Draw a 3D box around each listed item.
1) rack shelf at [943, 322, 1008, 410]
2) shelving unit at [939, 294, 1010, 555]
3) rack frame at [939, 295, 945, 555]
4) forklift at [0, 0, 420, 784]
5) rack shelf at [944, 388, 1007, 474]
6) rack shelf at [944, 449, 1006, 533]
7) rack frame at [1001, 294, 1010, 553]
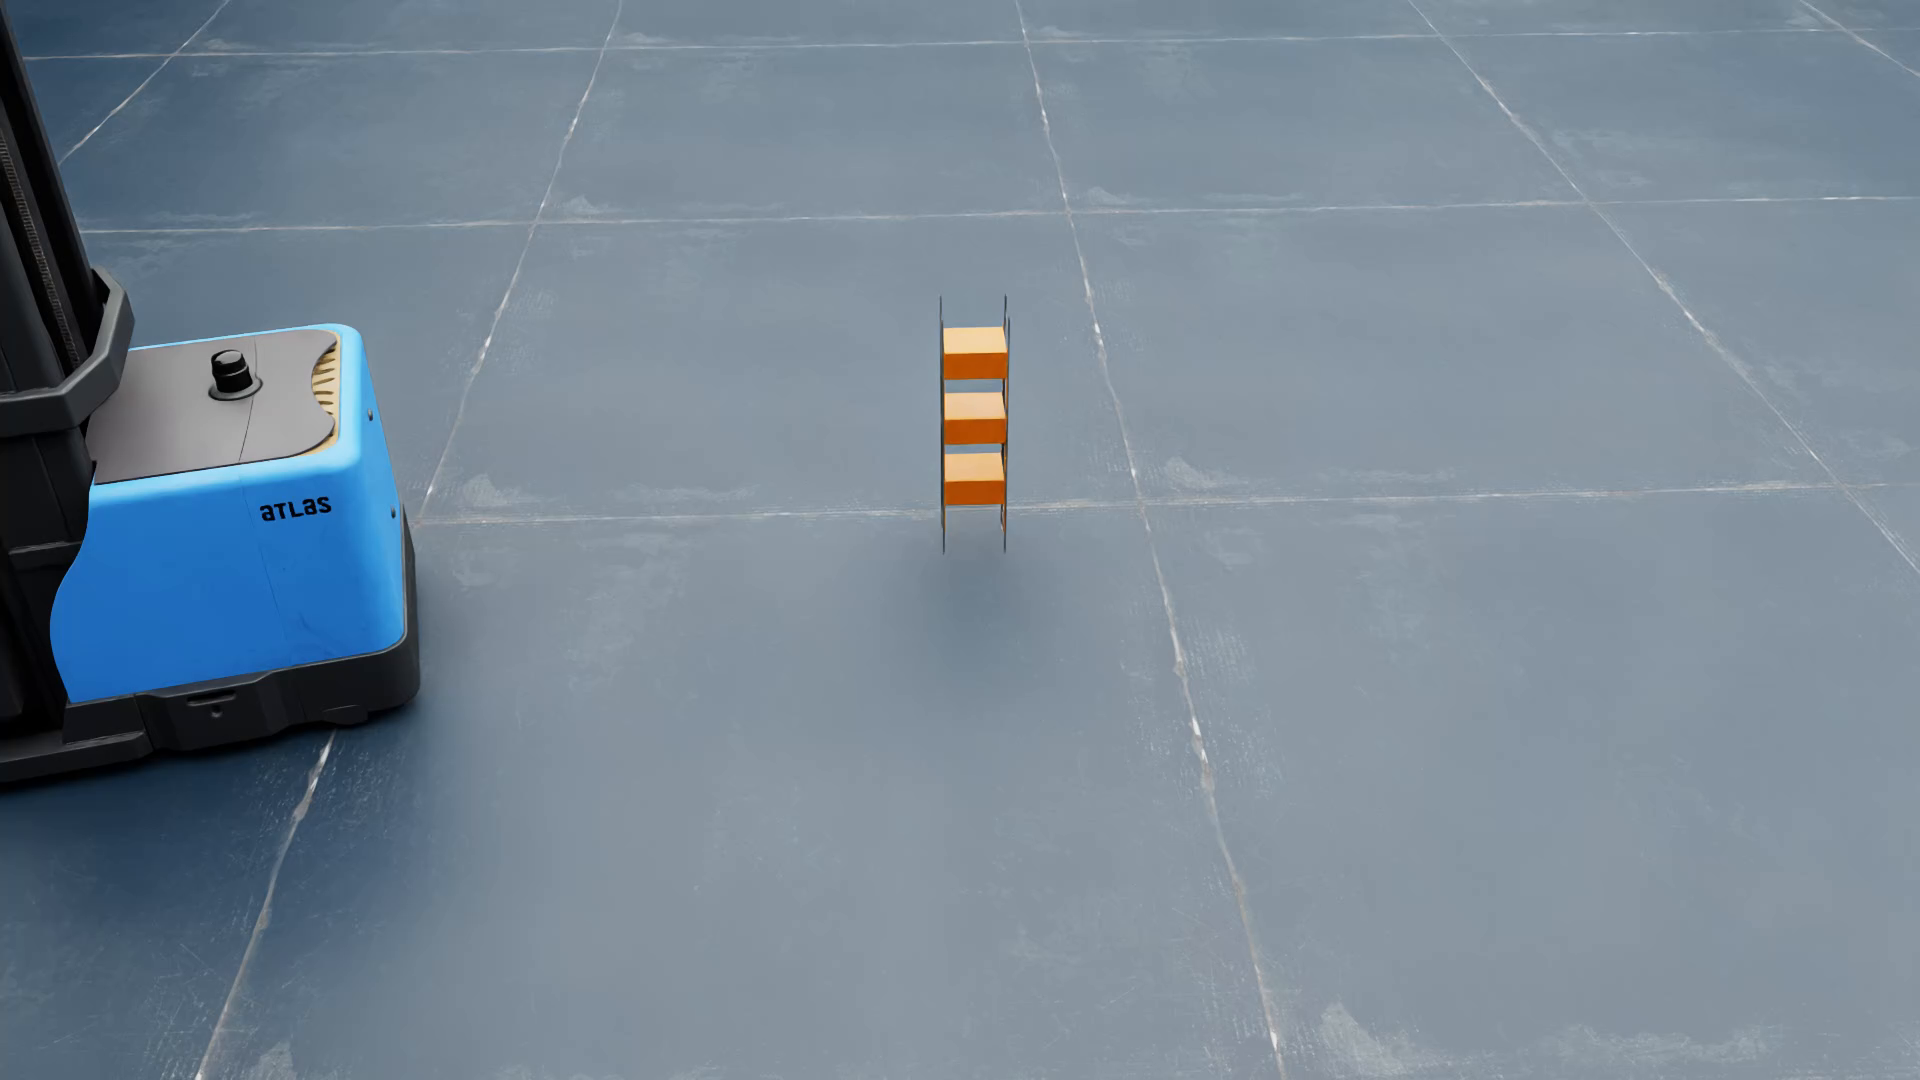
[{"bbox_3d":[0.053,-0.658,6.298,0.240,0.259,0.215,-2,35,-2],"label":"rack shelf"},{"bbox_3d":[0.053,-0.433,6.453,0.252,1.050,0.215,-2,35,-2],"label":"shelving unit"},{"bbox_3d":[-0.068,-0.430,6.449,0.008,1.050,0.200,-2,35,-2],"label":"rack frame"},{"bbox_3d":[-3.482,-0.621,5.072,3.031,2.935,1.130,-10,36,-13],"label":"forklift"},{"bbox_3d":[0.053,-0.424,6.459,0.240,0.259,0.215,-2,35,-2],"label":"rack shelf"},{"bbox_3d":[0.053,-0.196,6.618,0.240,0.259,0.215,-2,35,-2],"label":"rack shelf"},{"bbox_3d":[0.175,-0.436,6.458,0.008,1.050,0.200,-2,35,-2],"label":"rack frame"}]
